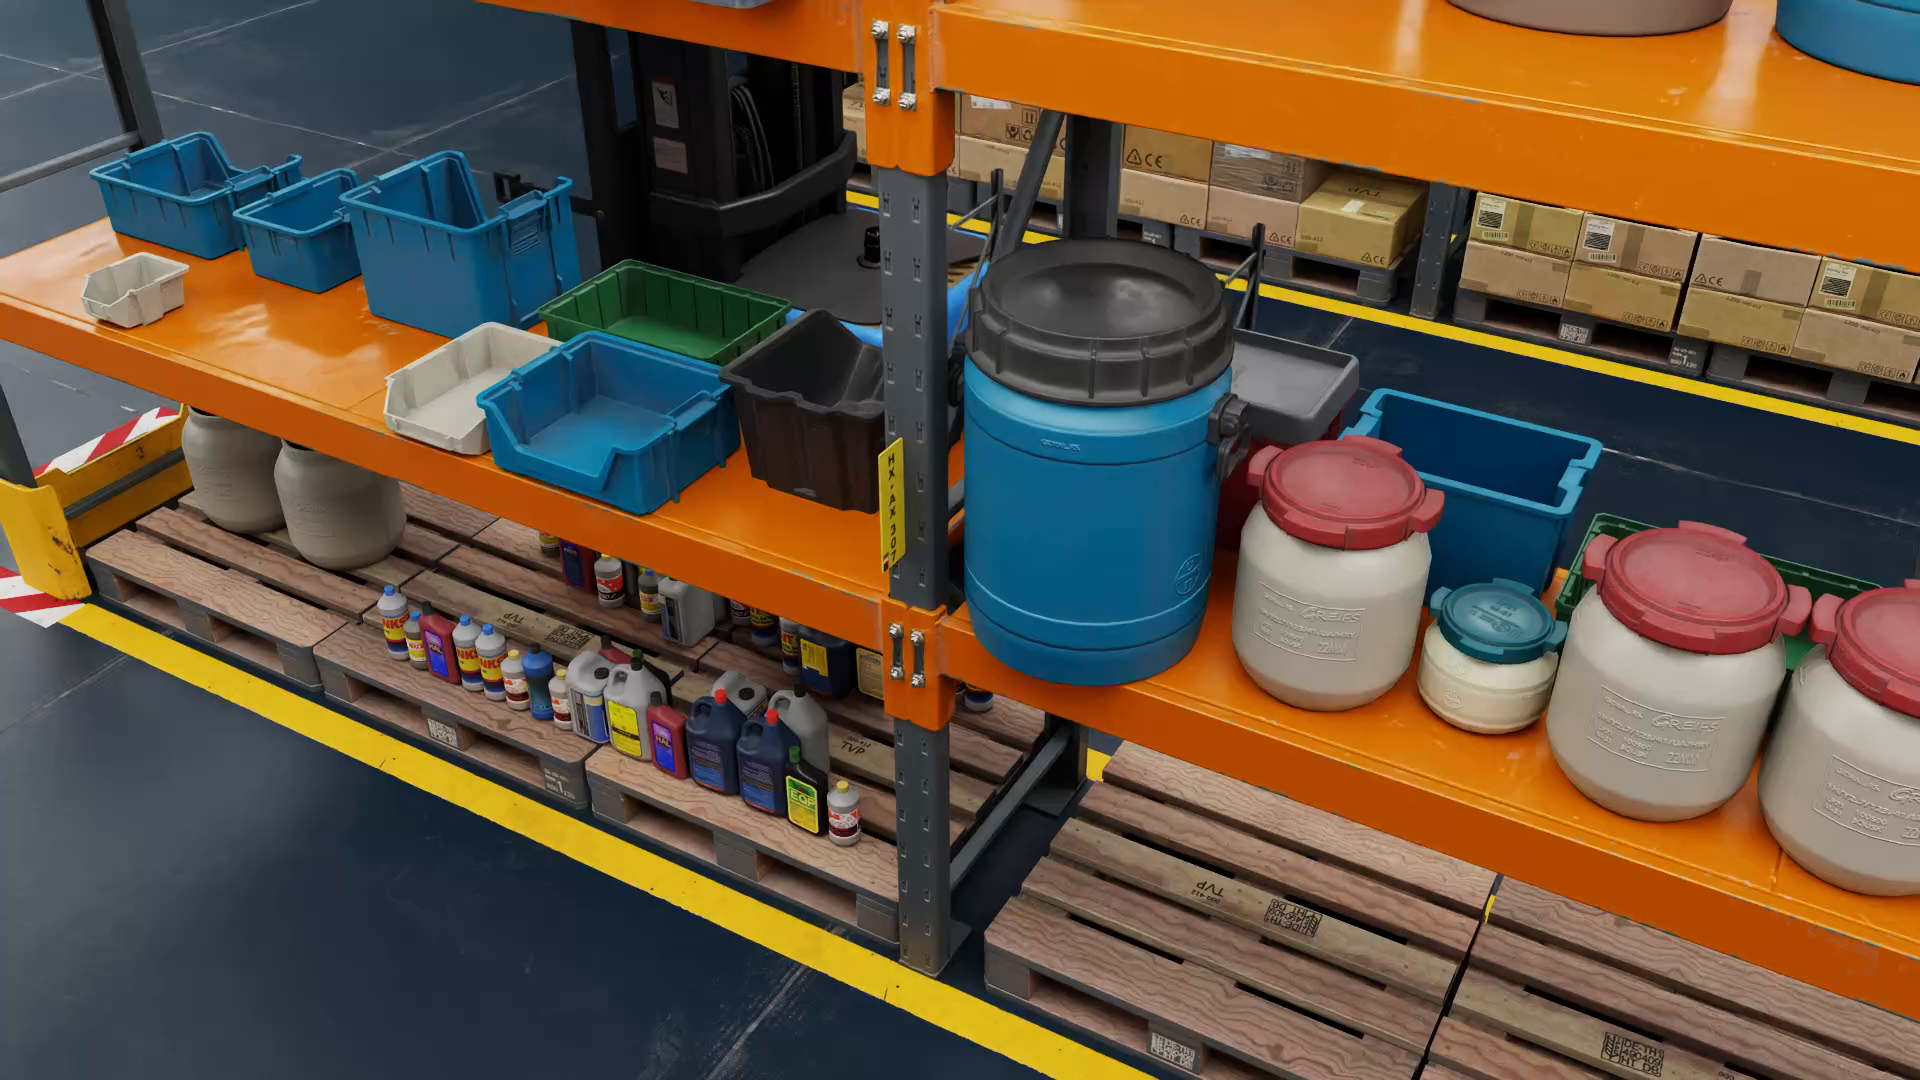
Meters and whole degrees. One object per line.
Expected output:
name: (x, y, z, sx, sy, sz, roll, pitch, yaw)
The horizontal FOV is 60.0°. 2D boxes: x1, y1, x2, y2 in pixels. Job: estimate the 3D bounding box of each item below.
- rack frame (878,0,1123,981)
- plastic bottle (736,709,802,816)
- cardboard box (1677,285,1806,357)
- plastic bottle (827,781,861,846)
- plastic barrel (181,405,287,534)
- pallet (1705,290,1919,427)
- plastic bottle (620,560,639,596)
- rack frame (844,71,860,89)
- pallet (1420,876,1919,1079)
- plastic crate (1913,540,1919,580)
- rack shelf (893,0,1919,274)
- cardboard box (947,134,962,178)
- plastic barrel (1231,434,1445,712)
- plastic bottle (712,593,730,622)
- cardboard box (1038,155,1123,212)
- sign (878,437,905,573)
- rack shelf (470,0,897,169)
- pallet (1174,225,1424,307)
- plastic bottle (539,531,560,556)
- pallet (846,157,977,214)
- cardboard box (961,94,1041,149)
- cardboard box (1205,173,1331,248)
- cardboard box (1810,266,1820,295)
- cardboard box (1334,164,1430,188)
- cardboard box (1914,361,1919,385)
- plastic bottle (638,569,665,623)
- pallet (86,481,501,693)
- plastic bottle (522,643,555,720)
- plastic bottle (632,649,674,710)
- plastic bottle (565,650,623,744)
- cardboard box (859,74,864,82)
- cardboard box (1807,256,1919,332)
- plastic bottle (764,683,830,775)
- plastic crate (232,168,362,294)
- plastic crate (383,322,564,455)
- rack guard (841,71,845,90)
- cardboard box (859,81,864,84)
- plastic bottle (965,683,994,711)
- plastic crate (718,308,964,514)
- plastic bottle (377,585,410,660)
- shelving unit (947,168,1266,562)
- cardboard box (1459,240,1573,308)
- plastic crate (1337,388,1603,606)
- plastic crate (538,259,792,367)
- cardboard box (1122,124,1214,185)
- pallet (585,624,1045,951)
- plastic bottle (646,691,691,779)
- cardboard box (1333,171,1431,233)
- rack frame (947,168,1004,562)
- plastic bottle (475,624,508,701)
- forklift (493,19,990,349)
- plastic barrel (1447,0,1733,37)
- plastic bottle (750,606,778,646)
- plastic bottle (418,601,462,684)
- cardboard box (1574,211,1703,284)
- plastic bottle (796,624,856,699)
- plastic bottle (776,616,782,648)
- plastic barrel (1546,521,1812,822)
rack frame: (0.123, -0.226, 4.384, 0.127, 3.000, 1.000, 18, 37, 24)
plastic bottle: (-0.579, 0.655, 5.053, 0.185, 0.351, 0.144, 17, 37, 23)
cardboard box: (3.705, -1.127, 7.838, 0.500, 0.250, 0.500, 16, 37, 23)
plastic bottle: (-0.347, 0.806, 4.962, 0.097, 0.201, 0.097, 0, 34, 0)
plastic barrel: (-2.741, -0.321, 6.392, 0.421, 0.512, 0.421, 0, 34, 0)
pallet: (4.306, -0.929, 7.955, 1.213, 0.211, 1.003, 18, 37, 24)
plastic bottle: (-1.212, 0.039, 6.046, 0.135, 0.276, 0.152, 17, 37, 23)
rack frame: (-0.889, -3.709, 9.614, 0.127, 3.000, 1.000, 18, 37, 24)
pallet: (1.887, 1.467, 4.357, 1.213, 0.211, 1.003, 18, 37, 24)
plastic crate: (2.345, 0.255, 3.602, 0.583, 0.464, 0.402, 18, 37, 24)
rack shelf: (1.859, -0.625, 2.926, 4.000, 0.370, 1.077, 18, 37, 24)
cardboard box: (-0.098, -2.349, 9.673, 0.500, 0.250, 0.500, 18, 37, 24)
plastic barrel: (0.845, 0.086, 3.792, 0.433, 0.535, 0.433, 0, 34, 0)
plastic bottle: (-0.905, 0.103, 5.883, 0.185, 0.351, 0.144, 17, 37, 24)
cardboard box: (0.768, -2.071, 9.256, 0.500, 0.250, 0.500, 18, 37, 24)
sign: (-0.160, -0.080, 3.914, 0.005, 0.325, 0.100, 18, 37, 24)
rack shelf: (-1.613, -1.725, 4.578, 4.000, 0.370, 1.077, 18, 37, 24)
pallet: (1.914, -1.687, 9.093, 1.213, 0.211, 1.003, 18, 37, 24)
plastic bottle: (-1.538, -0.051, 6.247, 0.097, 0.201, 0.097, 0, 34, 0)
pallet: (-0.204, -2.358, 10.101, 1.213, 0.211, 1.003, 18, 37, 24)
cardboard box: (0.342, -2.529, 9.267, 0.500, 0.500, 0.500, 18, 37, 24)
cardboard box: (1.644, -1.804, 8.854, 0.500, 0.250, 0.500, 18, 37, 24)
cardboard box: (4.412, -1.244, 8.013, 0.500, 0.250, 0.500, 18, 38, 25)
cardboard box: (2.337, -2.230, 8.817, 0.500, 0.500, 0.500, 18, 37, 24)
cardboard box: (4.595, -0.846, 7.416, 0.500, 0.250, 0.500, 18, 38, 25)
plastic bottle: (-1.088, 0.184, 5.895, 0.097, 0.201, 0.097, 0, 34, 0)
pallet: (-2.558, 0.059, 6.472, 1.213, 0.211, 1.003, 18, 37, 24)
plastic bottle: (-1.370, 0.452, 5.429, 0.097, 0.271, 0.097, 0, 34, 0)
plastic bottle: (-0.998, 0.485, 5.369, 0.133, 0.283, 0.061, 18, 37, 24)
plastic bottle: (-1.165, 0.498, 5.357, 0.135, 0.276, 0.152, 18, 38, 25)
cardboard box: (-0.276, -3.047, 10.045, 0.500, 0.500, 0.500, 18, 37, 24)
cardboard box: (4.155, -1.217, 7.467, 0.500, 0.311, 0.500, 19, 38, 26)
plastic bottle: (-0.508, 0.585, 5.158, 0.185, 0.351, 0.144, 18, 37, 24)
plastic crate: (-2.206, -1.089, 5.814, 0.408, 0.251, 0.499, 18, 37, 24)
plastic crate: (-1.413, -0.441, 4.944, 0.437, 0.136, 0.530, 18, 37, 24)
rack guard: (-0.910, -2.675, 10.316, 0.348, 0.500, 1.175, 18, 37, 24)
cardboard box: (-0.277, -2.734, 10.251, 0.500, 0.250, 0.500, 18, 37, 24)
plastic bottle: (0.064, 0.428, 5.466, 0.097, 0.271, 0.097, 0, 34, 0)
plastic crate: (-0.268, -0.406, 4.709, 0.504, 0.338, 0.767, 18, 37, 24)
plastic bottle: (-1.930, 0.275, 5.696, 0.097, 0.271, 0.097, 0, 34, 0)
shelving unit: (0.473, -0.475, 6.109, 1.083, 1.500, 0.587, 18, 37, 24)
cardboard box: (2.811, -1.409, 8.262, 0.500, 0.250, 0.500, 17, 37, 23)
plastic crate: (1.235, -0.066, 4.157, 0.575, 0.384, 0.392, 18, 37, 24)
plastic crate: (-0.916, -0.647, 5.207, 0.662, 0.188, 0.450, 18, 37, 24)
cardboard box: (1.209, -2.253, 8.852, 0.500, 0.500, 0.500, 18, 37, 24)
pallet: (-0.439, 0.730, 5.464, 1.213, 0.211, 1.003, 18, 37, 24)
plastic bottle: (-0.908, 0.605, 5.189, 0.133, 0.283, 0.061, 20, 39, 27)
cardboard box: (2.332, -1.913, 9.018, 0.500, 0.250, 0.500, 18, 37, 24)
rack frame: (0.023, -0.617, 6.323, 0.032, 1.500, 0.500, 18, 37, 24)
plastic bottle: (-1.546, 0.396, 5.513, 0.097, 0.271, 0.097, 0, 34, 0)
forklift: (-1.278, -1.676, 6.622, 3.031, 2.935, 1.130, 18, 37, 24)
plastic barrel: (1.240, -1.468, 3.090, 0.600, 0.901, 0.600, 0, 34, 0)
plastic bottle: (-0.682, 0.230, 5.763, 0.097, 0.271, 0.097, 0, 34, 0)
plastic bottle: (-1.743, 0.341, 5.586, 0.133, 0.283, 0.061, 18, 38, 25)
cardboard box: (3.251, -1.499, 7.891, 0.500, 0.311, 0.500, 17, 37, 24)
plastic bottle: (-0.444, 0.341, 5.525, 0.185, 0.351, 0.144, 18, 37, 24)
plastic bottle: (-0.536, 0.220, 5.707, 0.185, 0.351, 0.144, 16, 37, 22)
plastic barrel: (1.482, 0.288, 3.489, 0.433, 0.535, 0.433, 0, 34, 0)
